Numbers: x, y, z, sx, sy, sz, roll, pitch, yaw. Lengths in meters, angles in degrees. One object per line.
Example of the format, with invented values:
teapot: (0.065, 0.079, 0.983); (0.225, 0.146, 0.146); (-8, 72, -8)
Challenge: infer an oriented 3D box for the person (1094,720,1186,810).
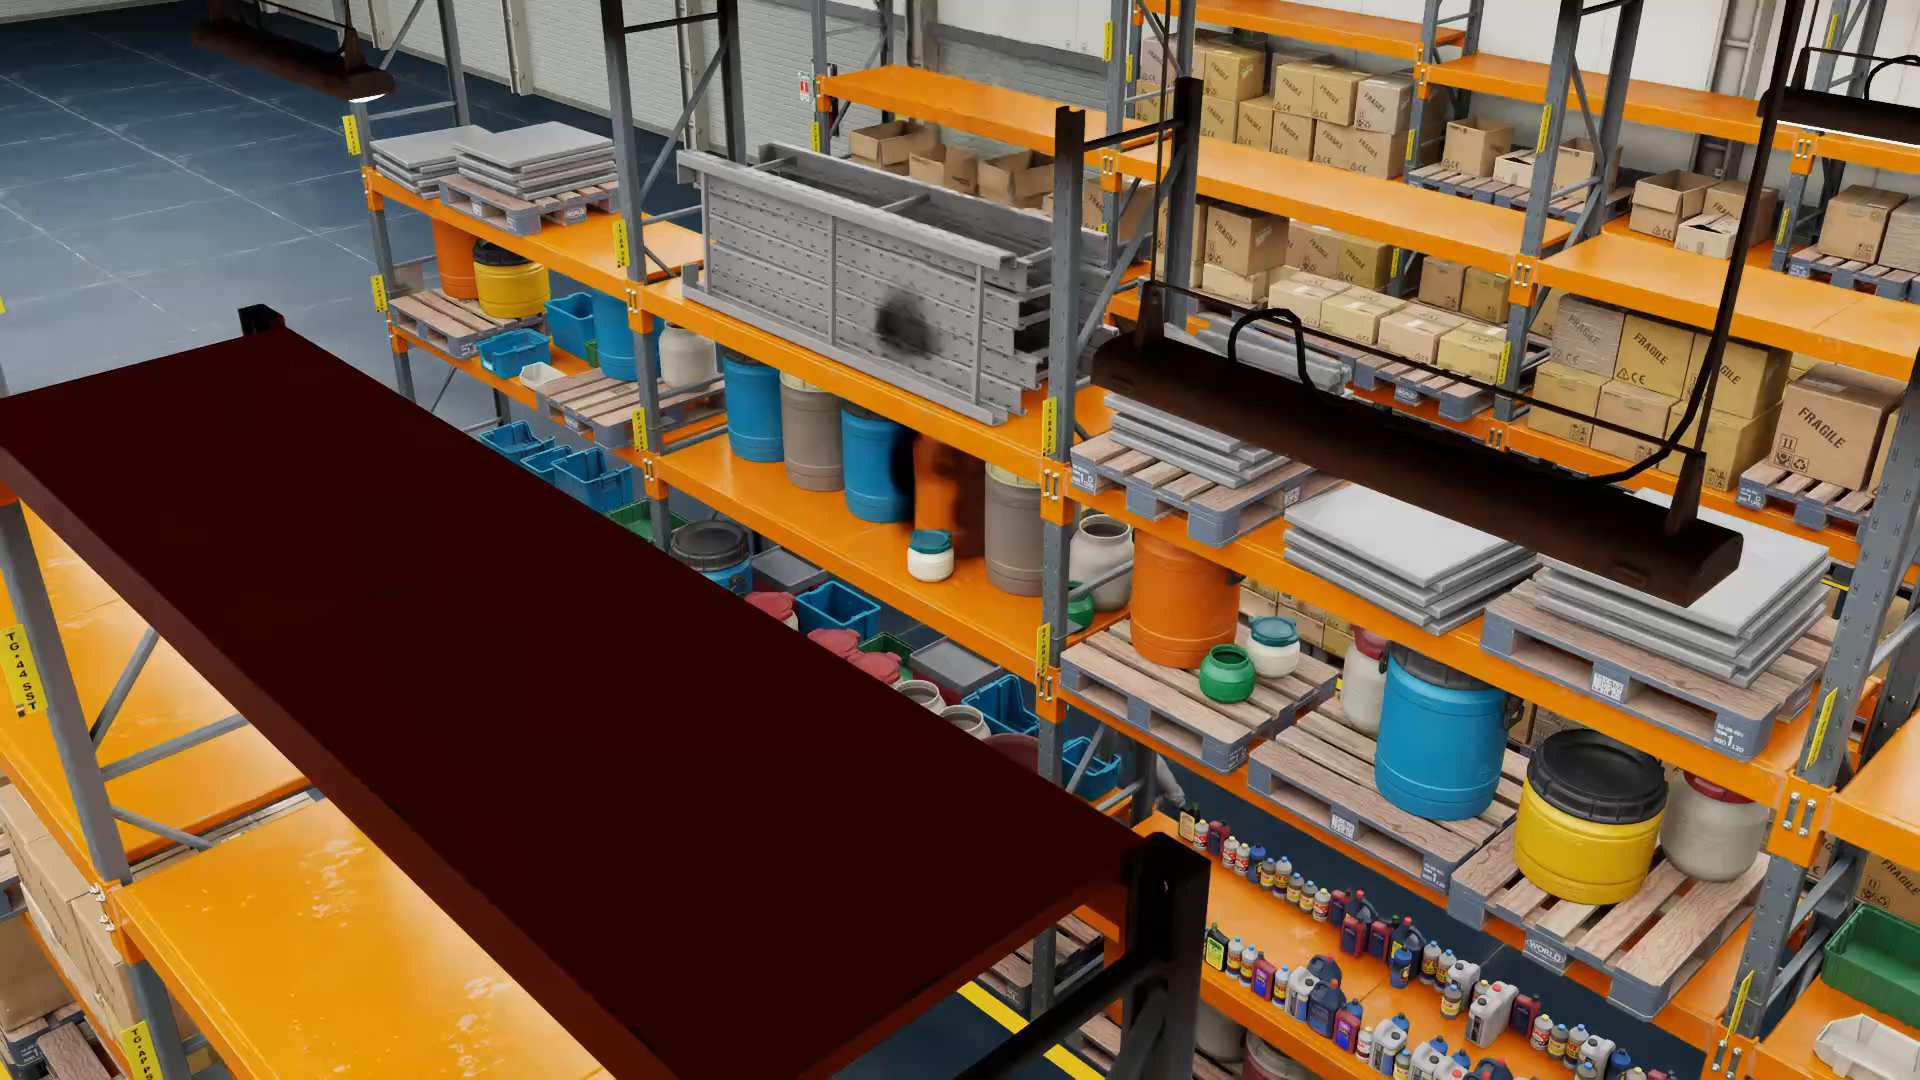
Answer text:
person: (1.351, 1.282, 12.661); (0.971, 1.774, 0.693); (20, 34, 33)
